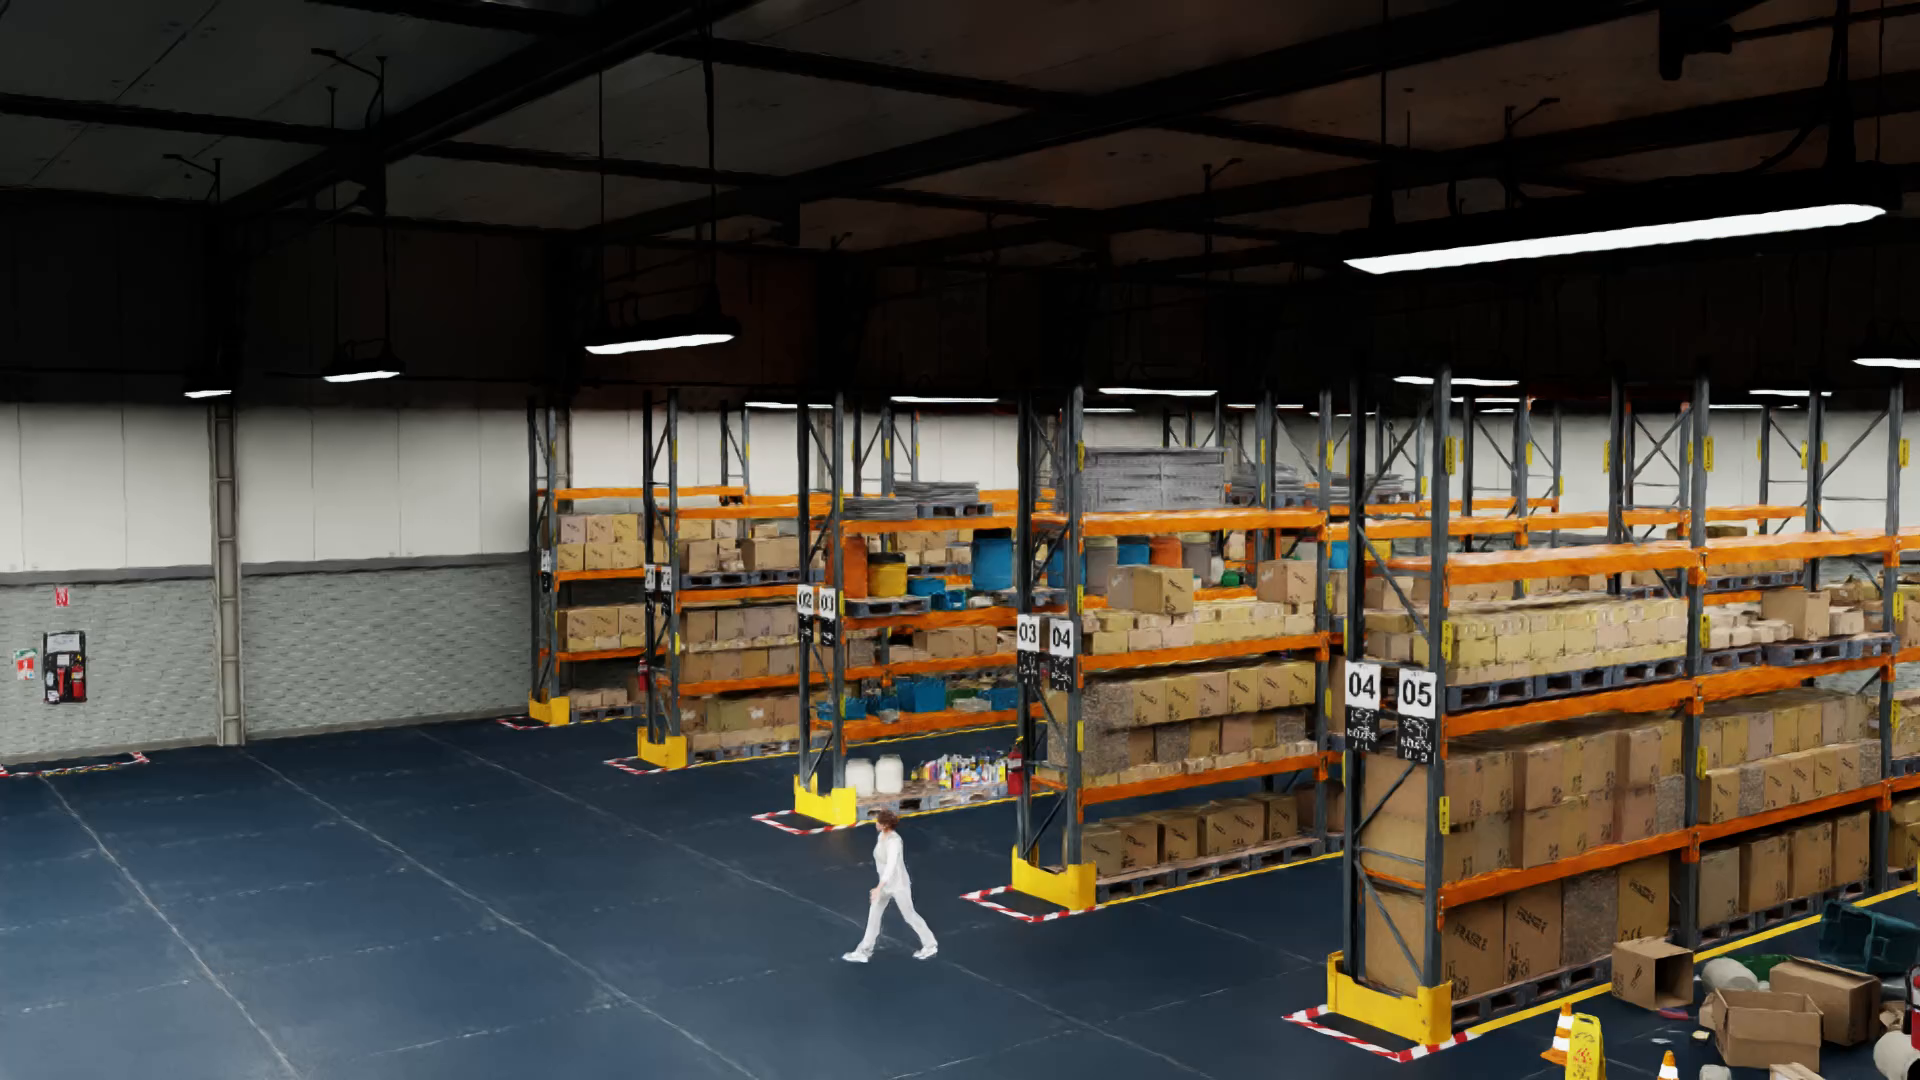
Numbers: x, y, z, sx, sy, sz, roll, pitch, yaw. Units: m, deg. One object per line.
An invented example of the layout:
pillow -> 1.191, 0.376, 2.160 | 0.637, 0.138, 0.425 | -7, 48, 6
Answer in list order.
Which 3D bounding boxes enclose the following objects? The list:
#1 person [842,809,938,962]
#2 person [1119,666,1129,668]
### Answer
person -> -0.678, 3.424, 16.446 | 0.950, 1.506, 0.407 | -2, 4, -27
person -> 2.829, 2.527, 30.348 | 1.036, 1.656, 0.536 | -3, 5, -44
